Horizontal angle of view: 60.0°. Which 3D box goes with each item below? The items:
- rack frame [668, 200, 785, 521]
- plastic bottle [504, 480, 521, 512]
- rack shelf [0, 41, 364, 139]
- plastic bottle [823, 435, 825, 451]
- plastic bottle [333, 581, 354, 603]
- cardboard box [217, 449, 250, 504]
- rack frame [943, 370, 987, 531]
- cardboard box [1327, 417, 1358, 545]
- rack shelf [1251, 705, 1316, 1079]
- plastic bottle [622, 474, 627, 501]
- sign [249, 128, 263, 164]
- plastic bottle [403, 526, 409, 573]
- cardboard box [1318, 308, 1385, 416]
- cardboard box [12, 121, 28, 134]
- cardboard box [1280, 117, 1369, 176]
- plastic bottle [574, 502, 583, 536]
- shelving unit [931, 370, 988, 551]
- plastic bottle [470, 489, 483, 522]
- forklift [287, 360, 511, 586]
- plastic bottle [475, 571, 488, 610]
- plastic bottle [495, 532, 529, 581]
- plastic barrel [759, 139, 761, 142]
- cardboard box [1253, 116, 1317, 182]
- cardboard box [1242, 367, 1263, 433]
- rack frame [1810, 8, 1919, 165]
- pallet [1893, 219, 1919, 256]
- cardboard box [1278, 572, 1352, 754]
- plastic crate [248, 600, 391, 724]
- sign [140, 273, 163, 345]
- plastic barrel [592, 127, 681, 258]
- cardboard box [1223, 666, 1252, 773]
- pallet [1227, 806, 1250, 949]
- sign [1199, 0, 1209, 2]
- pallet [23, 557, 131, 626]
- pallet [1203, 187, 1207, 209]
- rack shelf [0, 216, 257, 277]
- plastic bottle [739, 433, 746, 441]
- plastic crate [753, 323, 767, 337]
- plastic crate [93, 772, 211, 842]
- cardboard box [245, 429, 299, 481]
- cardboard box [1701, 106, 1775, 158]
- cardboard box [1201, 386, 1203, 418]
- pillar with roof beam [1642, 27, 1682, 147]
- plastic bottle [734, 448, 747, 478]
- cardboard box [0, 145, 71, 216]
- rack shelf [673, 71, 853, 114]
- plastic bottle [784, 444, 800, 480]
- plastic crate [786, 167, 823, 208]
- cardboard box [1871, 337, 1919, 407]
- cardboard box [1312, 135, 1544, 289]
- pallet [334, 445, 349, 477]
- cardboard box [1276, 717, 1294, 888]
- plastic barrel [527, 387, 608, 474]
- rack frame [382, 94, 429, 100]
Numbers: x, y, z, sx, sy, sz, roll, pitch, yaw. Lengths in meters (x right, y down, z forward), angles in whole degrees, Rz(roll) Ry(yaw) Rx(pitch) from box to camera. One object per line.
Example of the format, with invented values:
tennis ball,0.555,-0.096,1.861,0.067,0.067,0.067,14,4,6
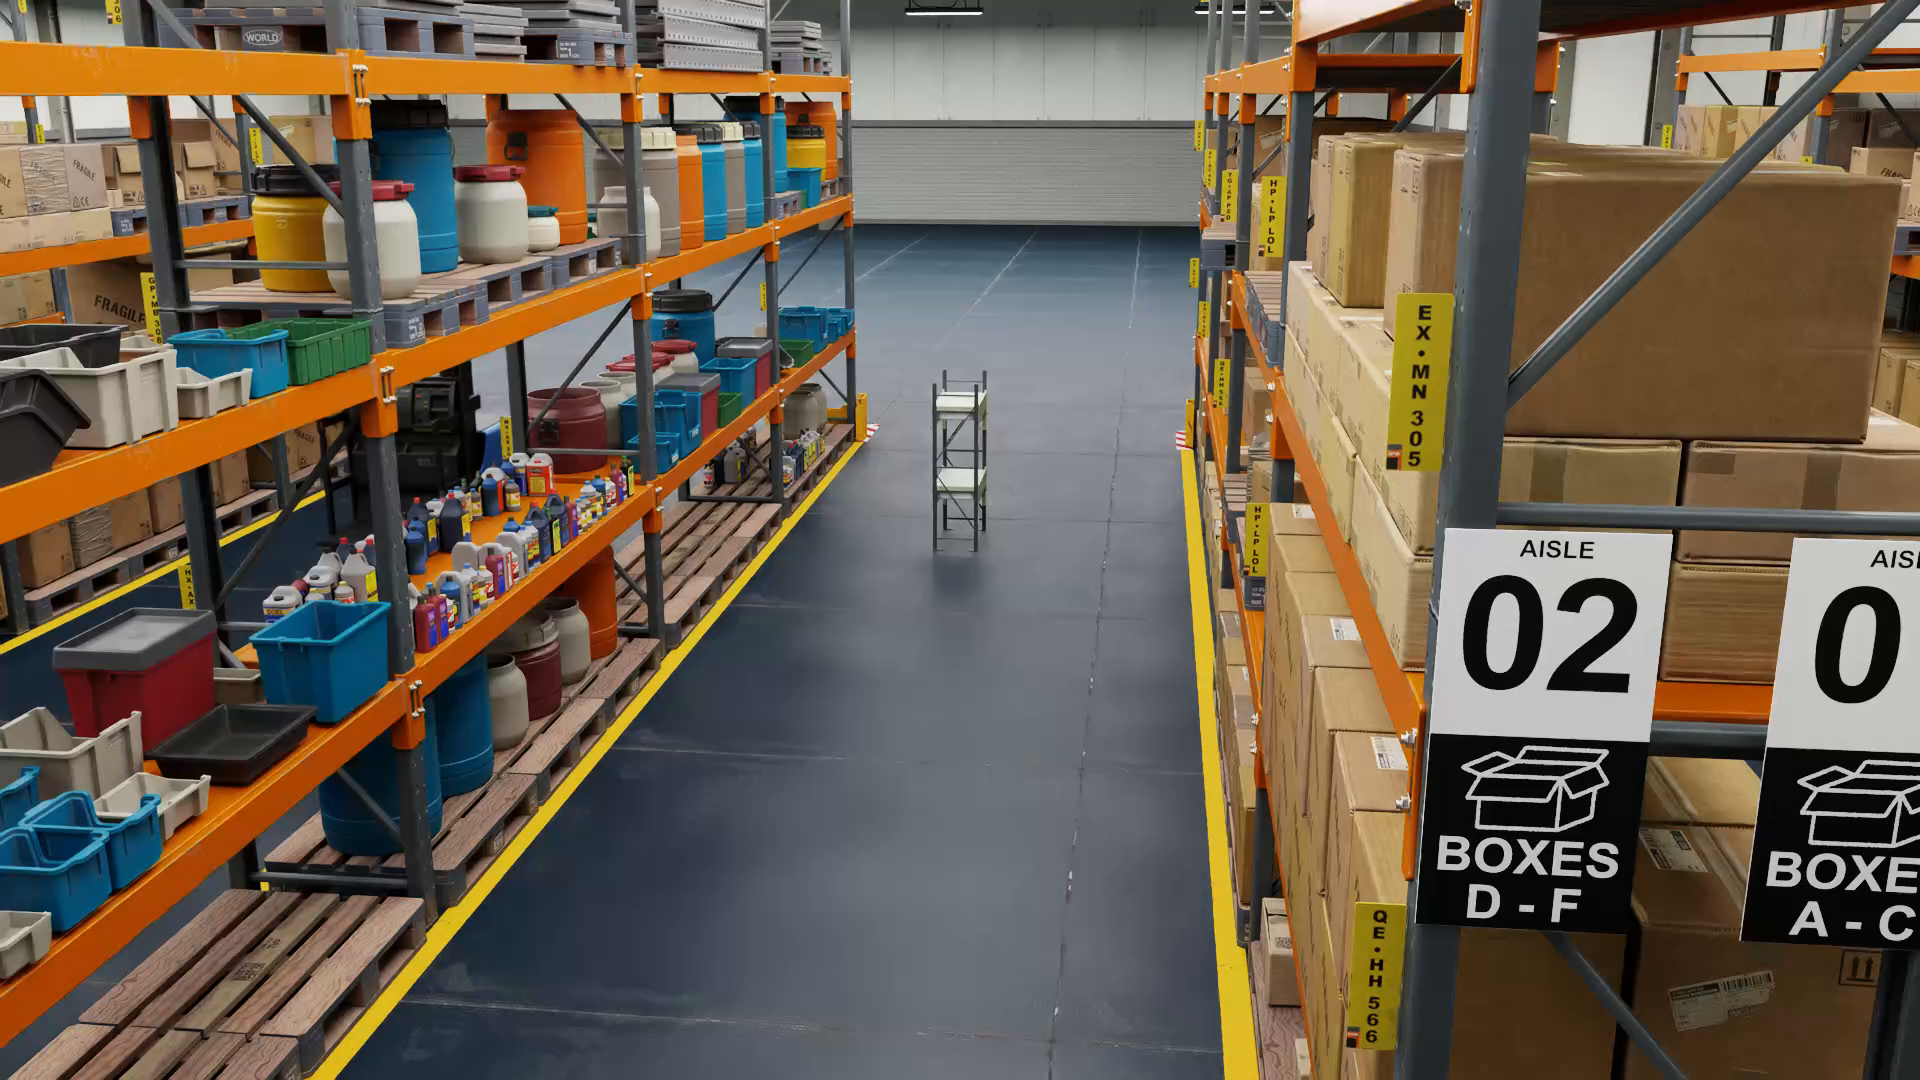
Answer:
rack frame,-2.182,-1.647,15.508,1.000,3.000,0.127,2,15,6
plastic bottle,-2.929,-0.293,10.878,0.097,0.201,0.097,0,15,0
rack shelf,-3.310,-1.410,5.280,1.077,0.370,4.000,2,15,6
plastic bottle,-1.502,-1.057,17.843,0.097,0.201,0.097,0,15,0
plastic bottle,-3.194,0.316,8.629,0.097,0.201,0.097,0,15,0
cardboard box,-7.194,-0.640,15.730,0.700,0.500,0.500,1,15,2
rack frame,0.042,-0.821,15.324,0.400,1.500,0.023,2,15,6
cardboard box,1.292,-0.164,4.564,0.500,0.250,0.500,2,15,6
rack shelf,1.611,1.440,5.467,1.077,0.370,4.000,2,15,6
plastic bottle,-2.286,-0.367,11.154,0.097,0.201,0.097,0,15,0
sign,-6.551,-3.666,15.480,0.100,0.325,0.005,2,15,6
plastic bottle,-3.222,0.055,9.450,0.152,0.276,0.135,2,15,6
cardboard box,1.356,-0.535,4.978,0.500,0.250,0.500,2,15,6
cardboard box,-11.270,-4.868,19.631,0.380,0.149,0.250,2,15,7
cardboard box,2.232,-2.329,10.176,0.500,0.500,0.500,2,15,6
plastic bottle,-2.389,-0.131,10.279,0.097,0.201,0.097,0,15,0
shelving unit,0.001,-0.726,14.973,0.431,1.500,0.755,2,15,6
plastic bottle,-3.111,-0.228,10.638,0.097,0.201,0.097,0,15,0
forklift,-4.735,-1.164,13.850,1.130,2.935,3.031,2,15,7
plastic bottle,-2.561,0.265,8.816,0.097,0.201,0.097,0,15,0
plastic bottle,-2.523,0.078,9.364,0.152,0.276,0.135,2,15,6
plastic barrel,-1.938,-3.458,15.439,0.421,0.512,0.421,0,15,0
cardboard box,2.589,-3.134,13.304,0.500,0.500,0.500,3,15,12
cardboard box,2.521,-1.084,13.232,0.500,0.500,0.500,2,15,6
rack frame,7.662,-4.252,13.646,1.000,3.000,0.127,2,15,6
pallet,7.372,-2.287,12.486,1.213,0.211,1.003,2,15,6
cardboard box,1.388,0.424,5.739,0.500,0.500,0.500,1,15,5
plastic crate,-2.798,0.537,7.344,0.392,0.384,0.575,2,15,6
sign,-3.631,-1.042,7.504,0.100,0.325,0.005,2,15,6
plastic barrel,-2.325,-2.507,11.979,0.600,0.901,0.600,0,15,0
cardboard box,1.784,1.042,9.507,0.500,0.500,0.500,1,15,4
pallet,1.891,1.708,8.440,1.003,0.211,1.213,2,15,6
sign,2.640,-5.979,17.943,0.100,0.325,0.005,2,15,6
pallet,-7.465,0.388,13.324,1.003,0.211,1.213,2,15,6
pallet,2.950,-3.443,16.573,1.003,0.211,1.213,2,15,6
rack shelf,-7.329,-2.375,13.832,1.077,0.370,4.000,2,15,6
plastic bottle,-2.295,-1.004,17.514,0.097,0.271,0.097,0,15,0
plastic crate,-2.151,-2.335,18.556,0.298,0.136,0.250,2,15,6
plastic crate,-2.982,0.986,6.159,0.293,0.136,0.466,2,15,6
cardboard box,-7.018,-0.892,16.699,0.500,0.500,0.500,1,15,5
cardboard box,7.675,-4.027,16.417,0.500,0.500,0.500,2,15,8
cardboard box,2.811,-1.383,17.557,0.500,0.500,0.500,2,15,6
pillar with roof beam,5.293,-6.765,22.941,9.100,9.000,0.400,2,15,6
plastic bottle,-2.224,-0.772,16.648,0.152,0.276,0.135,2,15,6
cardboard box,-7.185,-2.739,12.650,0.500,0.500,0.500,2,15,7
rack shelf,-1.956,-4.522,16.790,1.077,0.370,4.000,2,15,6
plastic bottle,-1.679,-0.778,16.526,0.144,0.351,0.185,2,15,8
plastic crate,-1.647,-3.622,17.094,0.392,0.384,0.575,2,15,6
cardboard box,7.500,-1.341,13.339,0.700,0.500,0.500,3,15,12
cardboard box,1.622,-1.152,5.822,0.700,0.500,0.500,2,15,6
pallet,-6.927,-0.940,18.233,1.003,0.211,1.213,2,15,6
cardboard box,1.395,0.913,5.848,0.500,0.500,0.500,2,15,6
plastic barrel,-2.882,-0.805,12.132,0.600,0.536,0.708,2,15,6
rack frame,-6.652,-5.727,19.101,1.000,3.000,0.127,2,15,6
